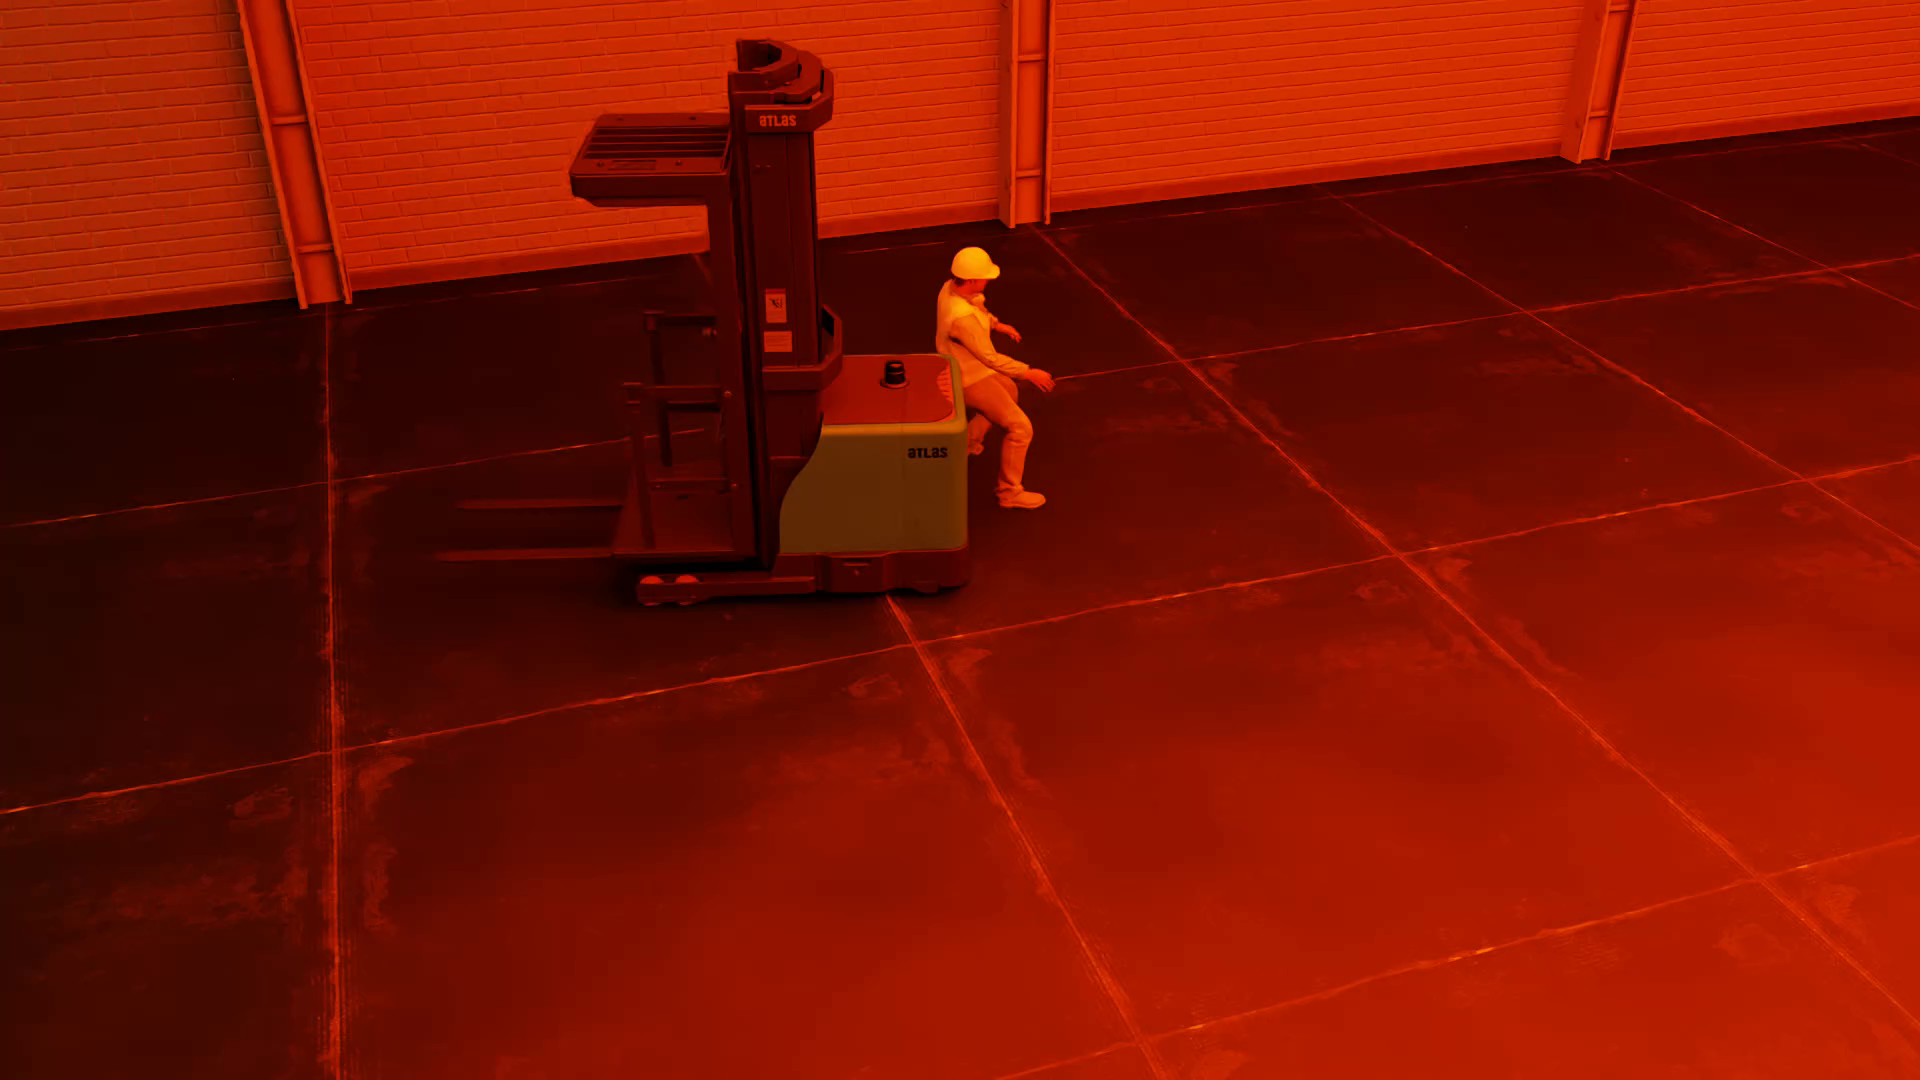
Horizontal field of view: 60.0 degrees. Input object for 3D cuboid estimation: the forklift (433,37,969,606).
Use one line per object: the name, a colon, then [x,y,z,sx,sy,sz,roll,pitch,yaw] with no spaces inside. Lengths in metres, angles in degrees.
forklift: [-1.481,-1.169,9.119,3.031,2.935,1.130,-1,30,-2]

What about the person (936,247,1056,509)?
person: [0.207,-1.075,10.295,0.701,1.588,0.829,-2,30,-4]
